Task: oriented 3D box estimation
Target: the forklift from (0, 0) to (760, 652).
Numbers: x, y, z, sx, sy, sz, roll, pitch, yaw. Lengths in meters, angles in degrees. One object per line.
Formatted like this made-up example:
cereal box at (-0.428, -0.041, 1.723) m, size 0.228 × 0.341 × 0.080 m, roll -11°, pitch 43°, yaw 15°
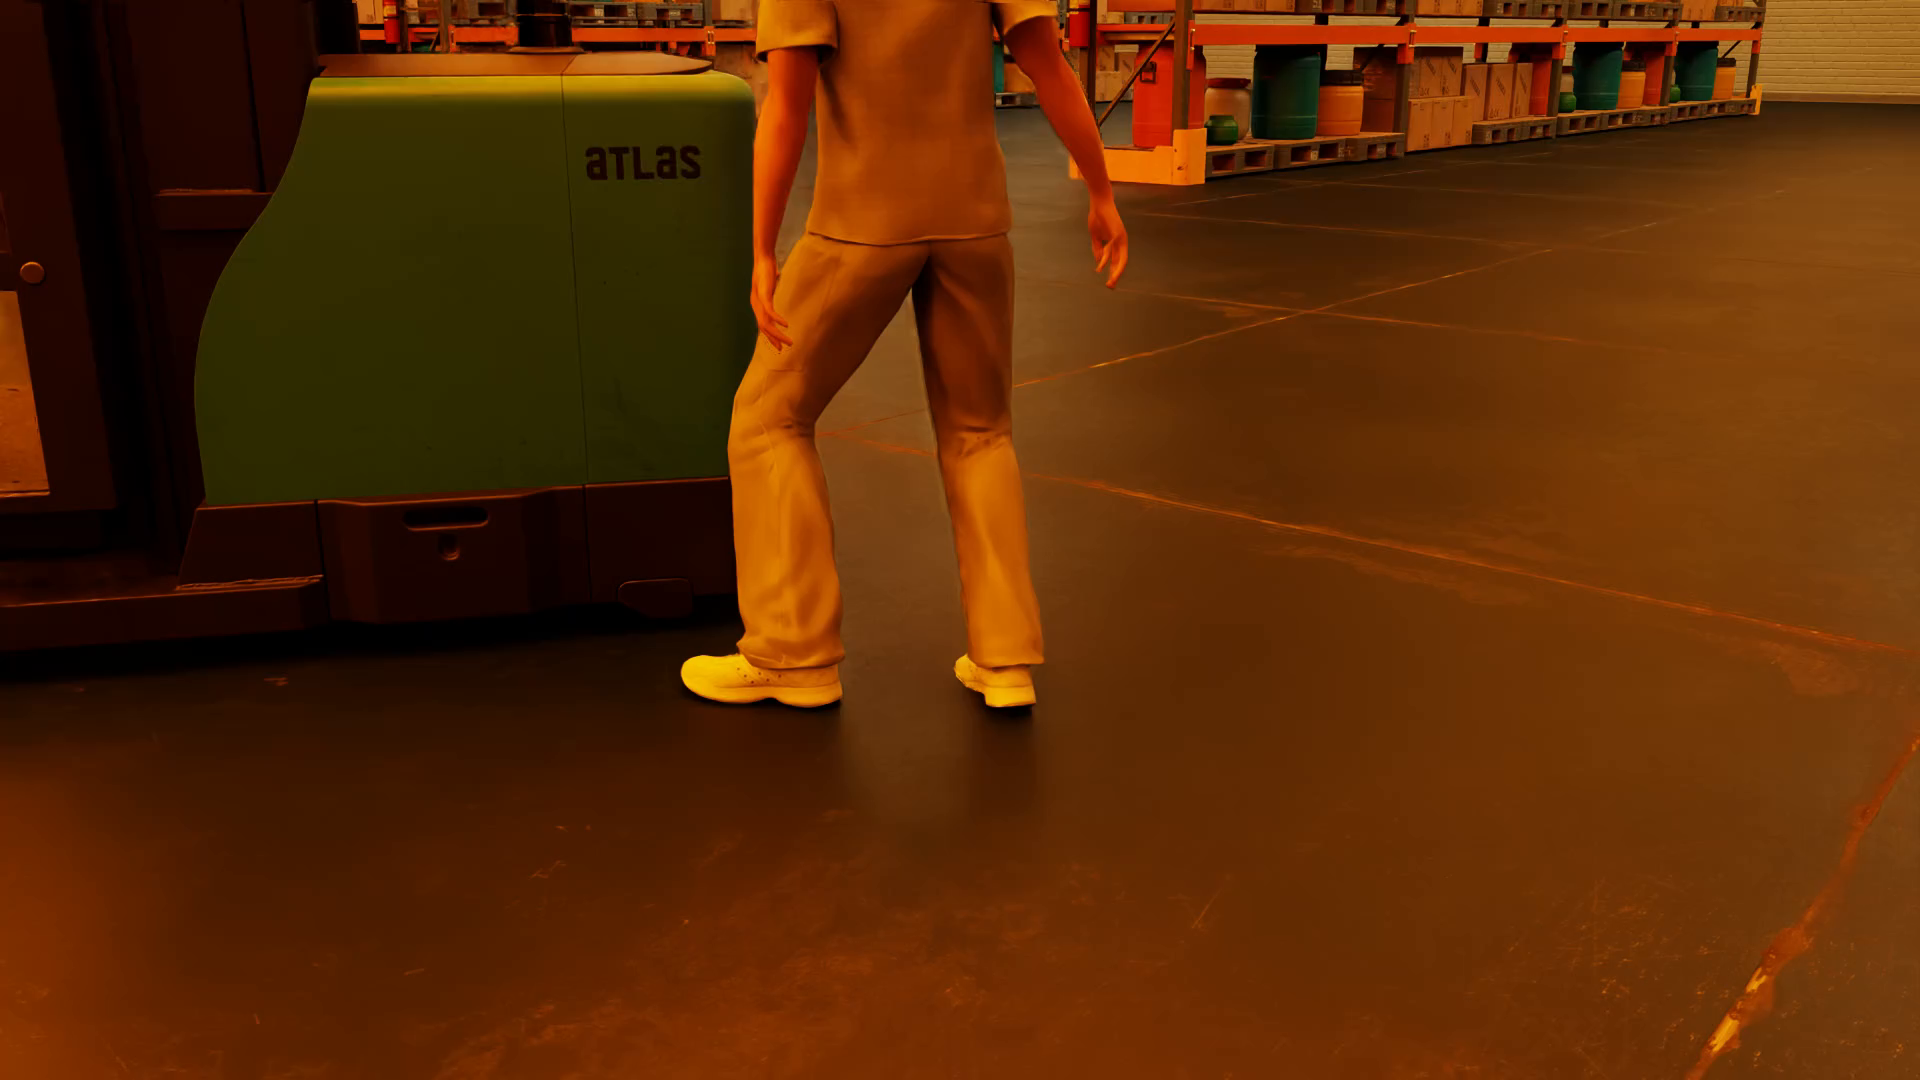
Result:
forklift at (-1.950, -1.283, 3.121) m, size 3.031 × 2.935 × 1.130 m, roll -4°, pitch 17°, yaw -12°

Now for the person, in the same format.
person at (-0.096, -0.488, 2.829) m, size 0.799 × 1.640 × 0.424 m, roll -5°, pitch 18°, yaw -17°
